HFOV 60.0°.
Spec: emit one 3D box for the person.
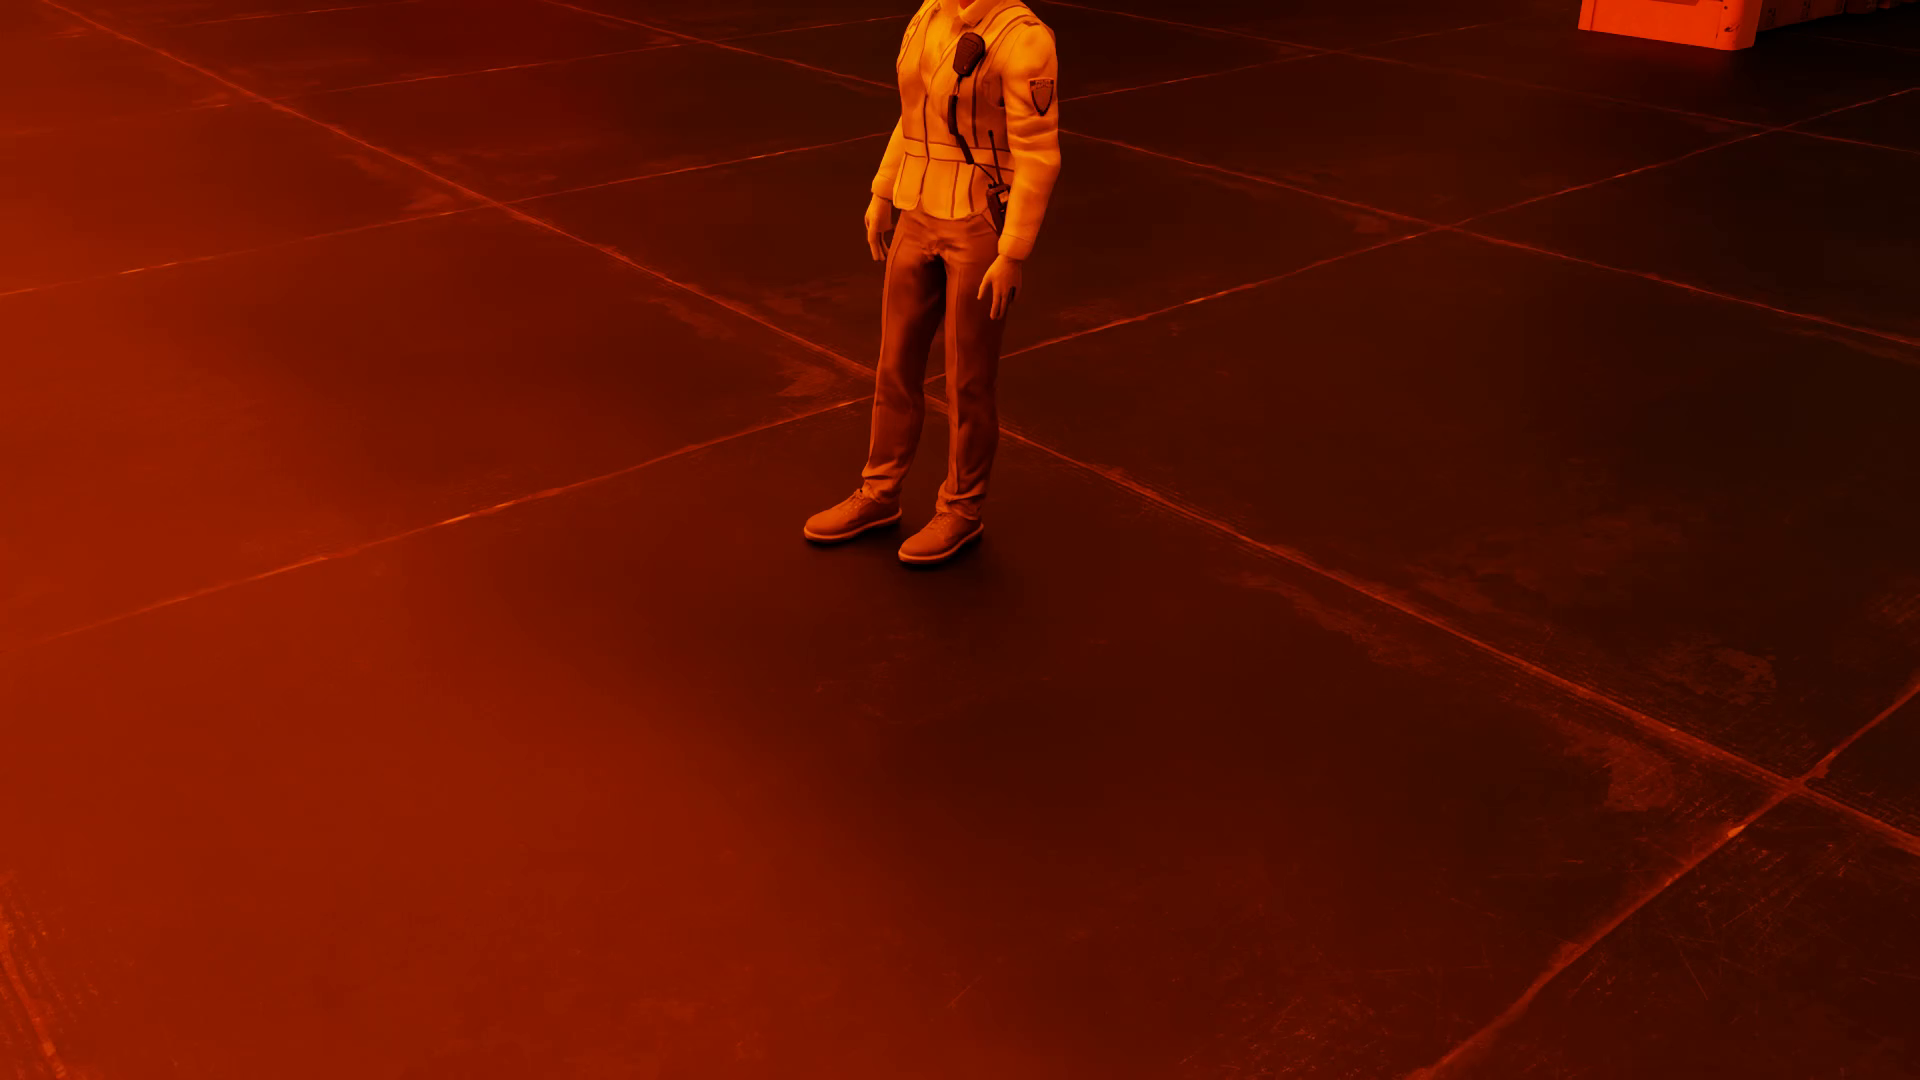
[{"bbox_3d":[-0.058,-0.748,4.087,0.530,1.694,0.586,-20,33,-35],"label":"person"}]
